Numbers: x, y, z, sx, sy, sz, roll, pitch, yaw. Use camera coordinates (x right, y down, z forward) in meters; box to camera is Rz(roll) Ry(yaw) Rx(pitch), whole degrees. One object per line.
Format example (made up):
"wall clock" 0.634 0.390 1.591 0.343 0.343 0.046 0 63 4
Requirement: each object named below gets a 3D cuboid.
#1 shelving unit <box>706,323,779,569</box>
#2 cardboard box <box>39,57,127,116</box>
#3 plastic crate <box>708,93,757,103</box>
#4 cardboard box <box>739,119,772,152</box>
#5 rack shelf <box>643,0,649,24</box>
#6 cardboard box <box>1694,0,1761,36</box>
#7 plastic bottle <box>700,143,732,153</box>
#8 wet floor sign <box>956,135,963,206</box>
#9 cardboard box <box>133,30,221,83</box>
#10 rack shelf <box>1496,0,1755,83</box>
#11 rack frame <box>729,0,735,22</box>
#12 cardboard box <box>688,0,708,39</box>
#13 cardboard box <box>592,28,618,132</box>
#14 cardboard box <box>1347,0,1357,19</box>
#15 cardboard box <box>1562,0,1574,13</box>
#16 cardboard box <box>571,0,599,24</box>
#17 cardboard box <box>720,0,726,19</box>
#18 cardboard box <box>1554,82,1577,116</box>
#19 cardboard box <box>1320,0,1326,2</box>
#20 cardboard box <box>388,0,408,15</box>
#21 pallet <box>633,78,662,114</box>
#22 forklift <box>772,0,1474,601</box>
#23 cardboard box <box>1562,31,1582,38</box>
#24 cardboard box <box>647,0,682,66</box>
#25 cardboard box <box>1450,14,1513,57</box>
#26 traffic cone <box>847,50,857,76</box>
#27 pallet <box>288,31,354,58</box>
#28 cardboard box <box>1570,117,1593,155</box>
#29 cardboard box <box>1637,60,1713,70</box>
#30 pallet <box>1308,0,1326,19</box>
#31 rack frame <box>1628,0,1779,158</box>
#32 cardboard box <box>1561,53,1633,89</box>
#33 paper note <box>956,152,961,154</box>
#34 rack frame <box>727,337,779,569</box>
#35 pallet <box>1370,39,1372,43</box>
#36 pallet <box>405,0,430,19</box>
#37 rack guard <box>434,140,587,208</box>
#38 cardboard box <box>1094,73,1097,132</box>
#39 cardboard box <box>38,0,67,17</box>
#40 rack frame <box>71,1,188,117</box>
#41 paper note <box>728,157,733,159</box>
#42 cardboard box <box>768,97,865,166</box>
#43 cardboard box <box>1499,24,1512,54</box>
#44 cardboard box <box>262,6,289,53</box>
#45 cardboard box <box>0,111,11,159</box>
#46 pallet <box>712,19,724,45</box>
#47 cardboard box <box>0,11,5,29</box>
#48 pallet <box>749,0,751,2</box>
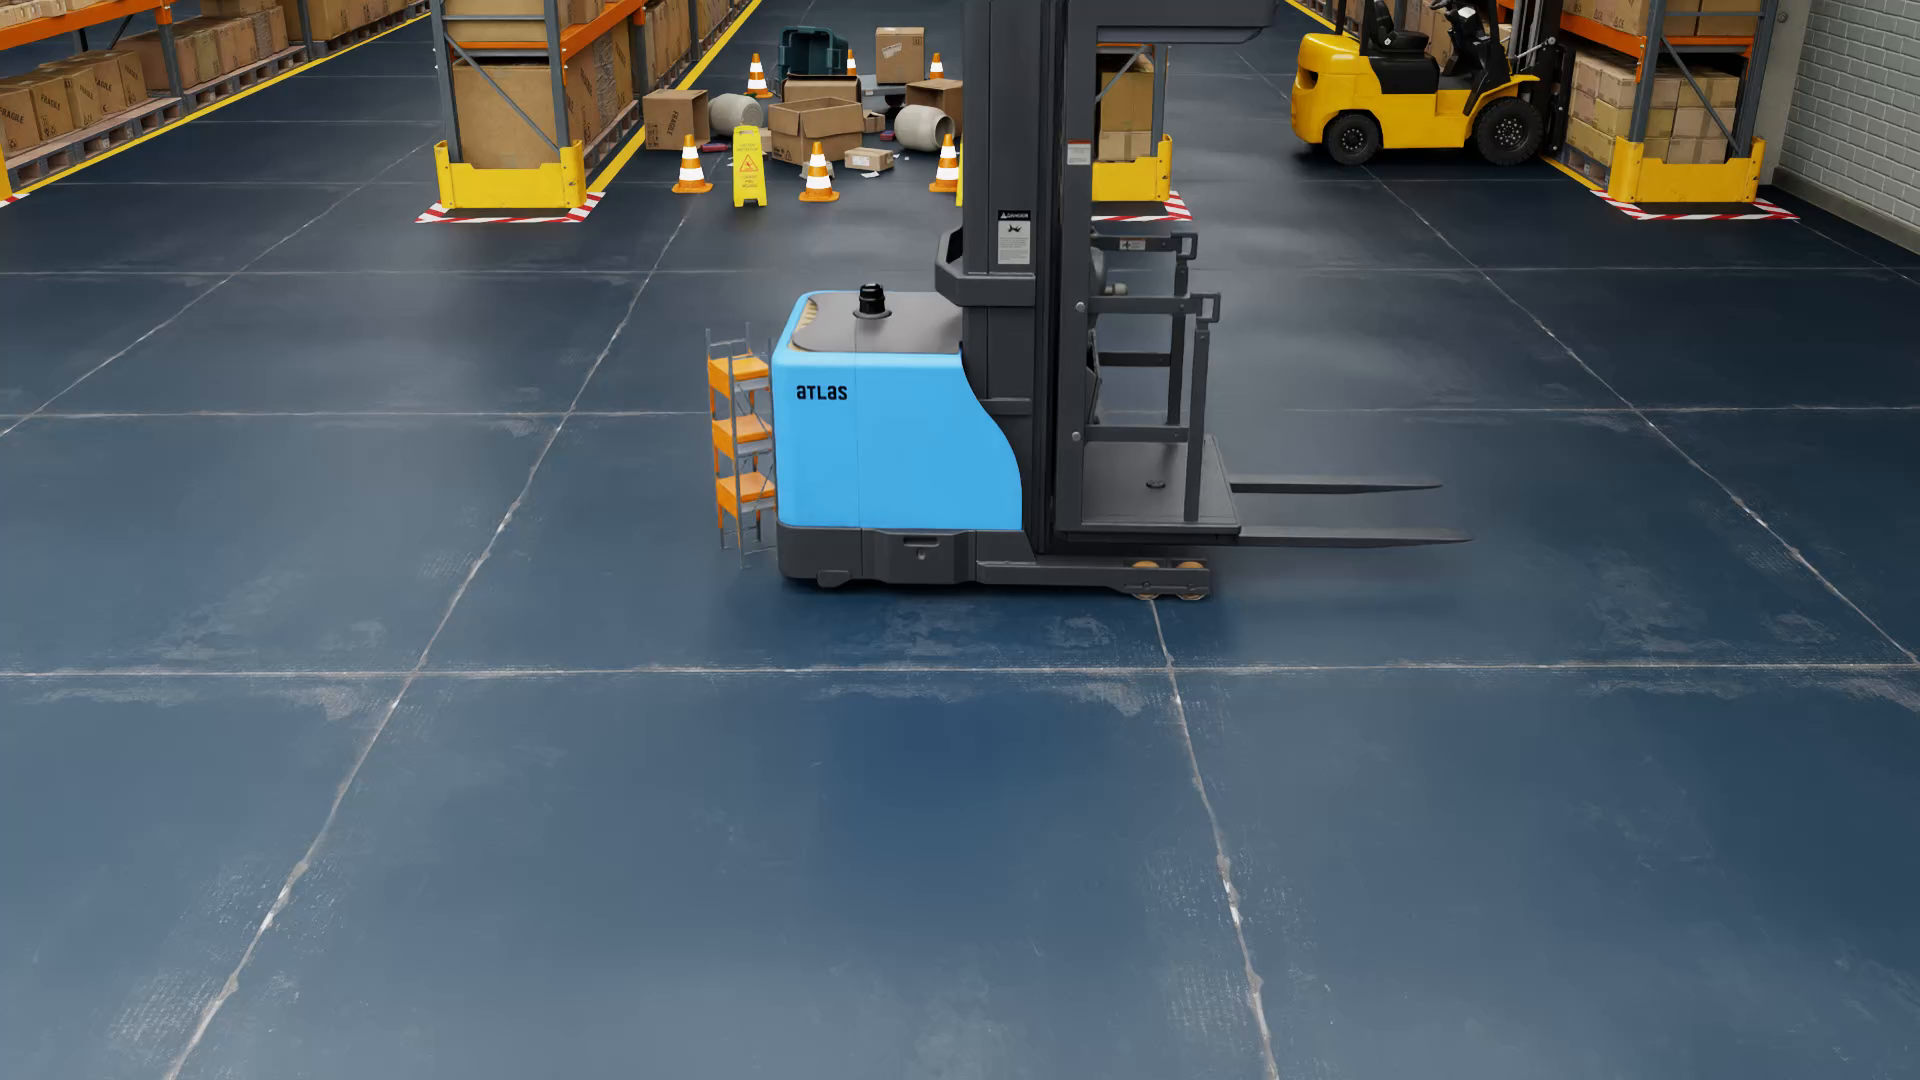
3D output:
"shelving unit" -0.956 -0.414 7.389 0.215 1.050 0.252 -13 27 -27
"cardboard box" -8.779 -4.533 16.656 0.500 0.500 0.500 8 25 16
"plastic crate" -2.485 -4.541 17.493 0.450 0.188 0.662 3 22 31
"cardboard box" -1.936 -3.916 16.087 0.396 0.266 0.258 4 25 9
"rack shelf" -3.818 -6.358 19.042 1.077 0.370 4.000 0 24 -1
"cardboard box" 6.432 -4.552 14.054 0.500 0.500 0.500 1 24 1
"plastic bottle" -2.354 -3.788 16.050 0.283 0.061 0.133 -9 26 -19
"wet floor sign" 0.128 -3.122 13.869 0.267 0.644 0.232 8 26 18
"cardboard box" -8.729 -5.393 18.533 0.700 0.500 0.500 0 24 -1
"rack shelf" 6.137 -4.798 15.591 1.077 0.370 4.000 0 24 -1
"rack frame" -3.884 -9.159 24.360 1.000 3.000 0.127 0 24 -1
"cardboard box" -3.593 -6.855 21.791 0.500 0.500 0.500 -1 24 -3
"cardboard box" -3.846 -4.454 16.028 0.875 0.875 0.875 0 24 0
"cardboard box" 5.825 -7.673 23.600 0.500 0.500 0.500 -1 24 -2
"cardboard box" 5.872 -5.181 15.444 0.500 0.500 0.500 0 24 0
"cardboard box" -3.710 -4.893 14.746 0.875 0.550 0.550 0 24 -1
"cardboard box" -3.618 -7.696 23.649 0.500 0.500 0.500 -1 24 -2
"cardboard box" 5.820 -4.086 15.365 0.500 0.250 0.500 -1 24 -2
"cardboard box" 5.729 -8.367 25.559 0.380 0.149 0.250 -1 24 -2
"cardboard box" -8.817 -8.137 24.171 1.225 0.875 0.875 0 24 0
"pallet" -3.880 -4.909 18.348 1.003 0.211 1.213 0 24 -1
"forklift" 0.734 -1.297 7.061 3.031 2.935 1.130 1 24 2
"cardboard box" 6.335 -4.933 16.631 0.500 0.250 0.500 -1 24 -1
"cardboard box" -3.910 -6.065 19.740 1.050 0.750 0.750 0 24 0
"cardboard box" 6.098 -5.594 18.850 0.875 0.625 0.625 0 24 -1
"traffic cone" -1.264 -5.390 19.105 0.336 0.463 0.334 0 24 -1
"pallet" -8.734 -6.584 22.052 1.003 0.211 1.213 0 24 -1
"cardboard box" 5.842 -3.637 14.979 0.500 0.250 0.500 0 24 -1
"cardboard box" 6.334 -4.100 14.790 0.500 0.250 0.500 0 24 0
"pallet" 6.022 -8.259 25.754 1.003 0.211 1.213 0 24 -1
"rack frame" 6.159 -4.301 13.621 1.000 3.000 0.127 0 24 -1
"cardboard box" 5.815 -4.302 15.236 0.500 0.250 0.500 0 24 0
"paper note" 0.040 -3.707 15.909 0.142 0.019 0.148 -9 26 -19
"rack frame" -0.896 -0.371 7.291 0.200 1.050 0.008 -13 27 -27
"pallet" 6.102 -6.635 22.165 1.003 0.211 1.213 0 24 -1
"pallet" -8.775 -8.221 25.671 1.003 0.211 1.213 0 24 -1
"rack guard" -3.752 -3.065 13.920 1.175 0.500 0.348 0 24 -1
"cardboard box" 0.926 -3.887 14.621 0.500 0.500 0.500 0 24 0
"cardboard box" -8.398 -4.856 15.151 0.380 0.149 0.250 0 24 -1
"rack frame" -8.757 -5.881 17.114 1.000 3.000 0.127 0 24 -1
"paper note" -2.153 -3.618 15.736 0.032 0.001 0.123 13 27 27
"cardboard box" -1.355 -3.853 15.658 0.797 0.503 0.637 -19 31 -36
"cardboard box" 5.807 -5.143 17.095 0.500 0.250 0.500 -1 24 -1
"cardboard box" -8.774 -6.315 20.573 0.700 0.500 0.500 -2 24 -3
"cardboard box" -8.704 -3.543 14.467 0.500 0.500 0.500 4 25 9
"pallet" -3.858 -7.063 23.111 1.003 0.211 1.213 0 24 -1
"cardboard box" -8.450 -4.443 14.239 0.380 0.149 0.250 0 24 -1
"pallet" -3.953 -9.170 27.769 1.003 0.211 1.213 0 24 -1
